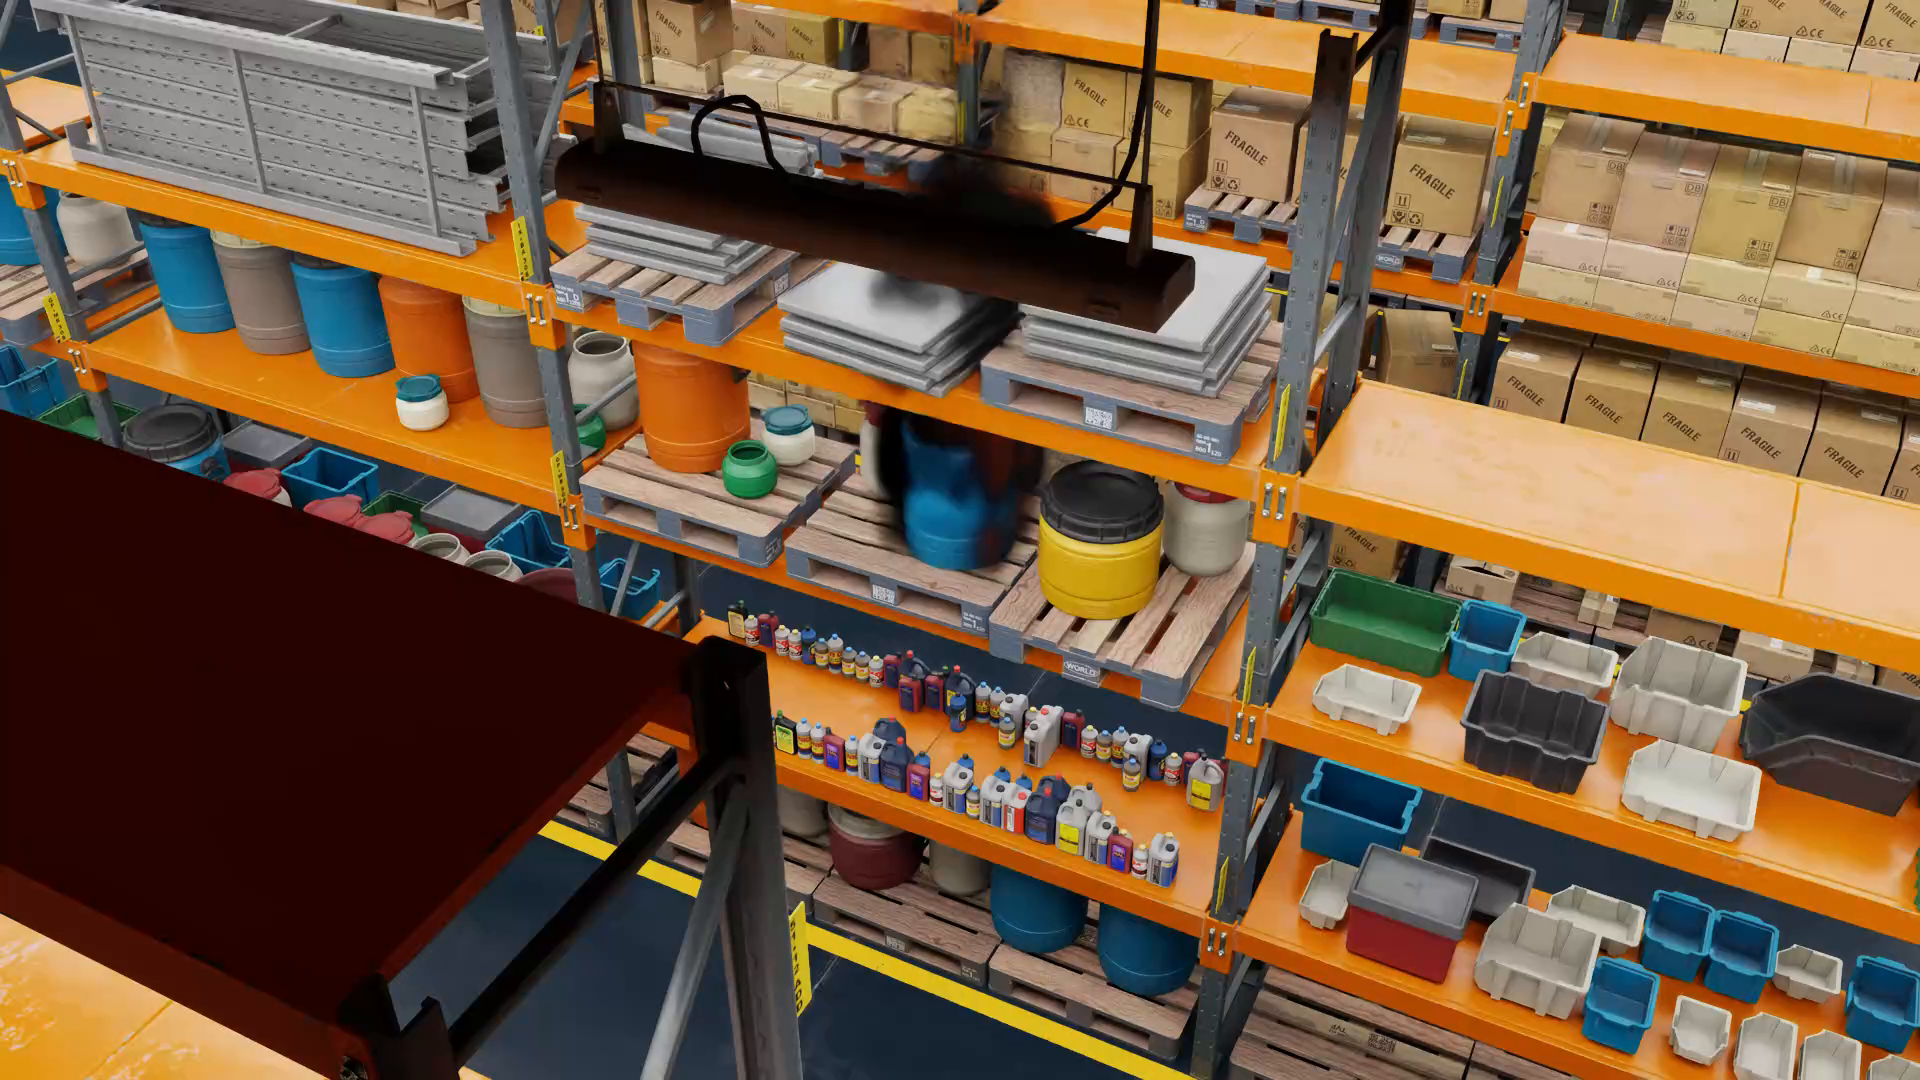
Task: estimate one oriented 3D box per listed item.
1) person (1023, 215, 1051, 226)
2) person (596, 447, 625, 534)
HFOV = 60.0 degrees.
[{"bbox_3d":[0.619,-2.391,15.786,0.803,1.830,0.657,14,37,19],"label":"person"},{"bbox_3d":[-2.660,-0.808,13.544,0.779,1.739,0.598,5,35,7],"label":"person"}]
